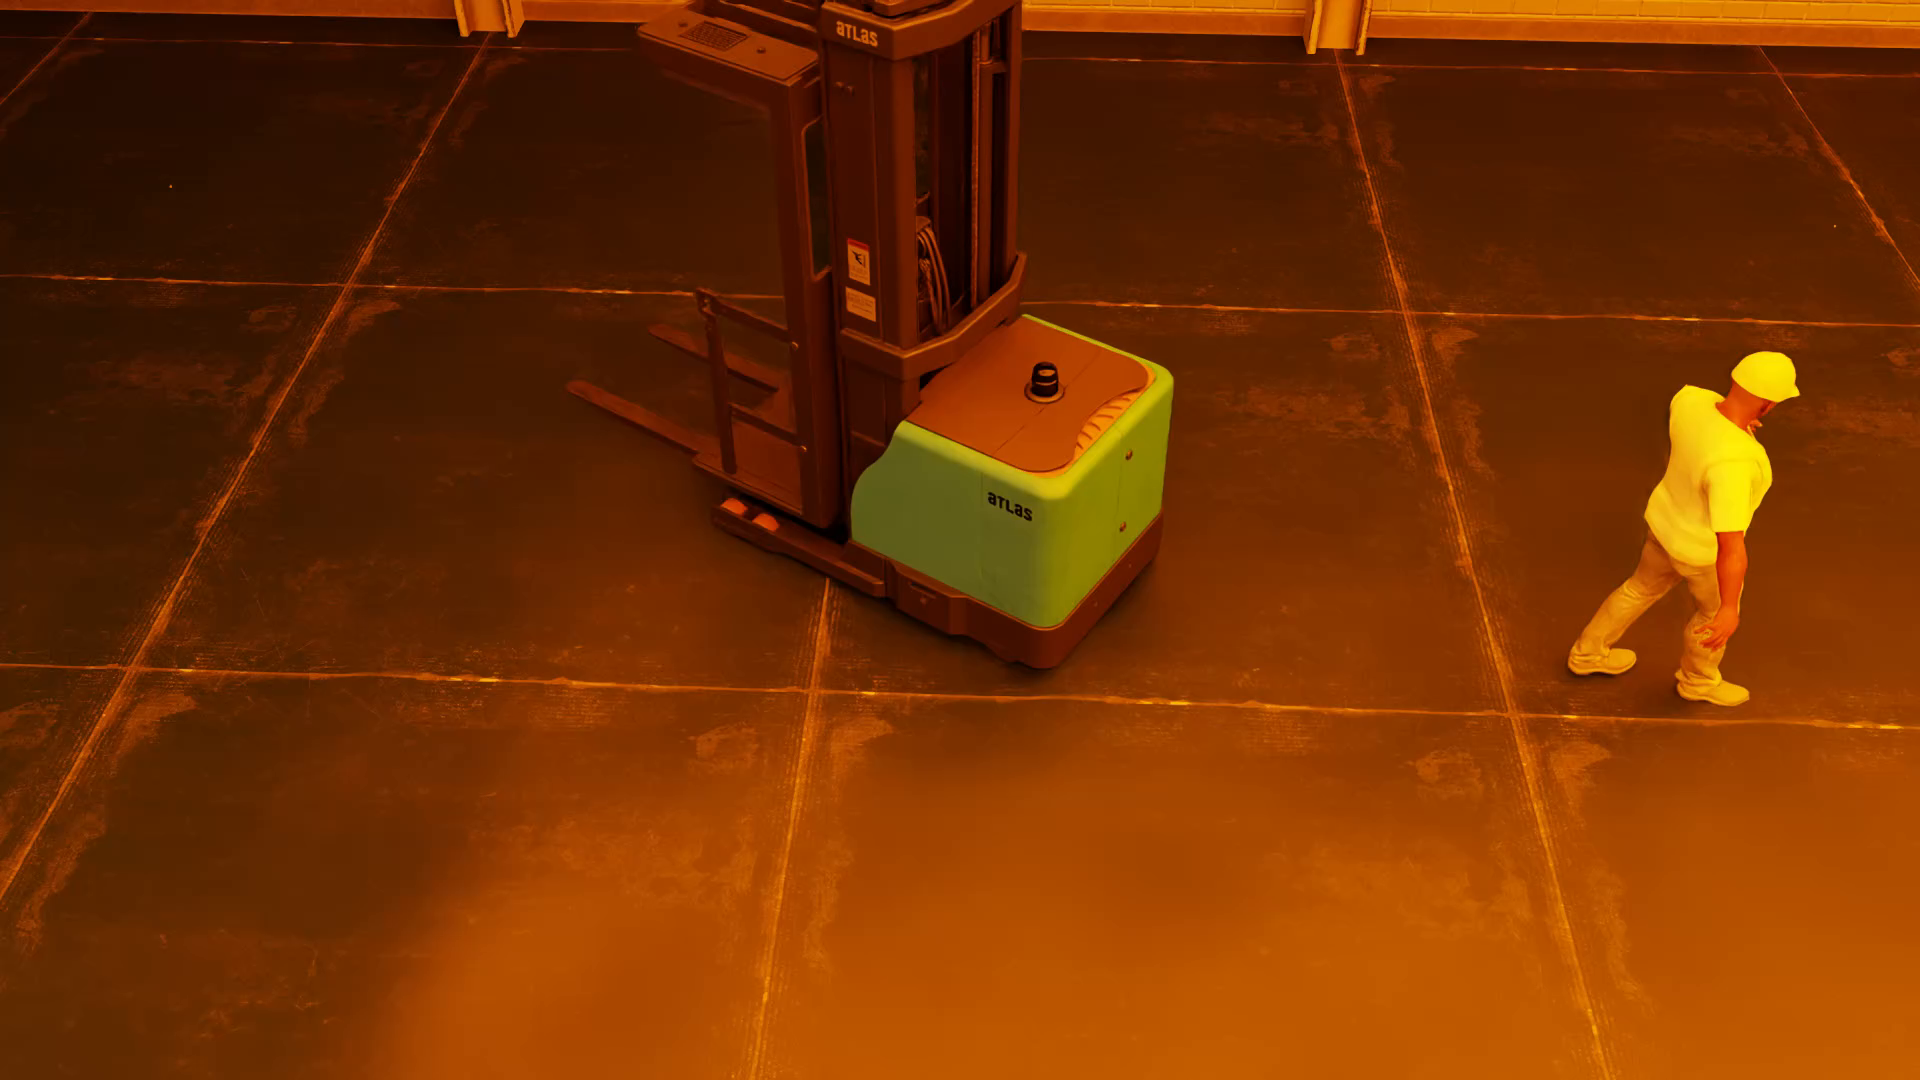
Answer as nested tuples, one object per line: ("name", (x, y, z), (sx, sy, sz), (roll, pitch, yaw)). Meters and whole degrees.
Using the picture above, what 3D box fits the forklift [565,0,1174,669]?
("forklift", (-0.571, -1.310, 7.177), (3.031, 2.935, 1.130), (25, 48, 25))

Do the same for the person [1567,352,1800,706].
("person", (3.026, -0.010, 6.652), (0.738, 1.749, 1.033), (-5, 43, -5))
